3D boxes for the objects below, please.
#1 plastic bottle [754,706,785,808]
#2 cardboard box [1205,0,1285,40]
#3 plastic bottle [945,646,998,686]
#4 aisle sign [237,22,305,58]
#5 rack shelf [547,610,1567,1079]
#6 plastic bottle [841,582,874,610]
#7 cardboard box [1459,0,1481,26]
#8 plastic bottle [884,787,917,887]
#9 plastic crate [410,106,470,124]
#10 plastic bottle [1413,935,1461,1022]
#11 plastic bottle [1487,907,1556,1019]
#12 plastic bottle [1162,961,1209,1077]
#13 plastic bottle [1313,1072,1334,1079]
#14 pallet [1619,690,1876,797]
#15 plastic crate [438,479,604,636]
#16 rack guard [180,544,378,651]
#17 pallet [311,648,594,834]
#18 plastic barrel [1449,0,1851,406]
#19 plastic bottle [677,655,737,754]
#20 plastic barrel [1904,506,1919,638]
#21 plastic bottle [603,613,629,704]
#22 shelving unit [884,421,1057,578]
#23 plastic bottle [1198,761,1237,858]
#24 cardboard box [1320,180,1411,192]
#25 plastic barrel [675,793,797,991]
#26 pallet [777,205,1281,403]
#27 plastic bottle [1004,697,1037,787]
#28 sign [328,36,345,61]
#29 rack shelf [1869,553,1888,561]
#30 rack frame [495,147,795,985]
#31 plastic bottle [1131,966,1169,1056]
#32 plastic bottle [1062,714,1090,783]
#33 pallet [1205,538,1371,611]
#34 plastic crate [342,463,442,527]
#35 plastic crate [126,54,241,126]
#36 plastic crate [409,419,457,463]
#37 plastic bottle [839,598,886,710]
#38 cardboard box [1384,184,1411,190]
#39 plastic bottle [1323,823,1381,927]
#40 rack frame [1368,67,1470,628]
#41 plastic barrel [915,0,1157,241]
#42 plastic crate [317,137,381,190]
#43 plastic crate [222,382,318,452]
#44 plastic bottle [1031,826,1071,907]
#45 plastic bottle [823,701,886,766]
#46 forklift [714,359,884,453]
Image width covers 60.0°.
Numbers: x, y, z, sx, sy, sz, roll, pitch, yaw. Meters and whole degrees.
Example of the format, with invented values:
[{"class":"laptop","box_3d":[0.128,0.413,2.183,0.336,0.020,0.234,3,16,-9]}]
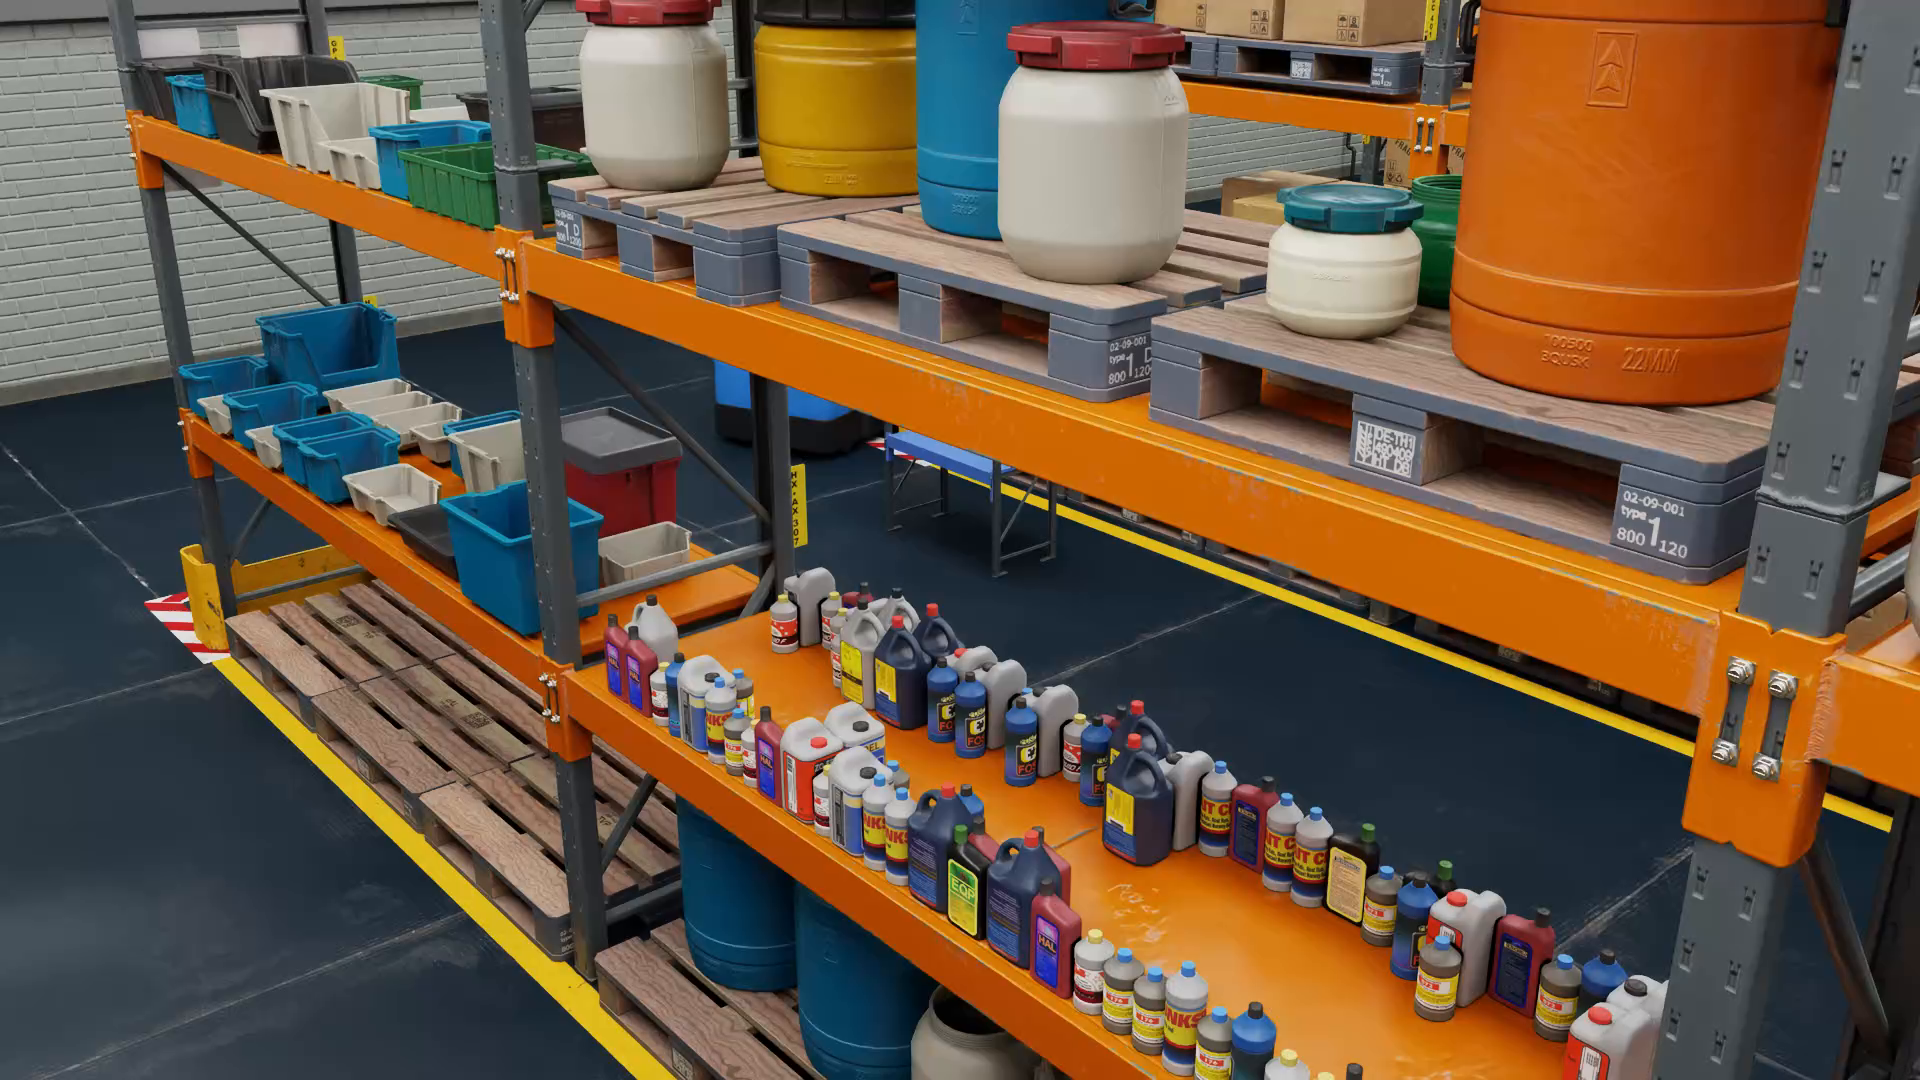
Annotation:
[{"class":"plastic bottle","box_3d":[-0.548,0.636,4.906,0.061,0.283,0.133,-17,27,-37]},{"class":"cardboard box","box_3d":[1.805,-3.082,9.278,0.700,0.500,0.500,-16,26,-35]},{"class":"plastic bottle","box_3d":[0.026,0.464,5.357,0.152,0.276,0.135,-17,27,-37]},{"class":"aisle sign","box_3d":[-3.480,-2.272,8.606,0.394,0.787,0.004,-17,27,-37]},{"class":"rack shelf","box_3d":[0.262,1.021,4.750,1.077,0.370,4.000,-17,27,-37]},{"class":"plastic bottle","box_3d":[-0.356,0.273,5.834,0.061,0.283,0.133,-17,27,-37]},{"class":"cardboard box","box_3d":[4.361,-4.299,13.439,0.500,0.250,0.500,-16,27,-36]},{"class":"plastic bottle","box_3d":[-0.156,0.798,4.511,0.097,0.271,0.097,0,21,0]},{"class":"plastic crate","box_3d":[-2.118,-1.734,7.045,0.437,0.136,0.530,-17,27,-37]},{"class":"plastic bottle","box_3d":[1.145,1.042,3.983,0.097,0.201,0.097,0,21,0]},{"class":"plastic bottle","box_3d":[1.350,0.995,3.991,0.061,0.283,0.133,-17,27,-37]},{"class":"plastic bottle","box_3d":[0.514,1.081,3.787,0.097,0.271,0.097,0,21,0]},{"class":"plastic bottle","box_3d":[0.768,1.221,3.526,0.097,0.201,0.097,0,21,0]},{"class":"pallet","box_3d":[4.070,0.786,8.189,1.003,0.211,1.213,-17,27,-37]},{"class":"plastic crate","box_3d":[-1.607,0.065,6.144,0.392,0.384,0.575,-17,27,-37]},{"class":"rack guard","box_3d":[-3.680,0.189,9.316,1.175,0.500,0.348,-17,27,-37]},{"class":"pallet","box_3d":[-2.354,0.901,7.894,1.003,0.211,1.213,-17,27,-37]},{"class":"plastic barrel","box_3d":[1.199,-0.711,2.908,0.600,0.830,0.708,-17,27,-37]},{"class":"plastic bottle","box_3d":[-0.791,0.511,5.236,0.152,0.276,0.135,-17,27,-37]},{"class":"plastic barrel","box_3d":[1.538,-0.051,2.235,0.421,0.512,0.421,0,21,0]},{"class":"plastic bottle","box_3d":[-1.127,0.391,5.533,0.061,0.283,0.133,-17,27,-37]},{"class":"shelving unit","box_3d":[0.056,-0.675,10.150,0.538,1.500,1.048,-17,27,-37]},{"class":"plastic bottle","box_3d":[0.721,0.745,4.646,0.097,0.271,0.097,0,21,0]},{"class":"cardboard box","box_3d":[2.274,-1.794,9.722,0.500,0.500,0.500,-17,27,-37]},{"class":"plastic barrel","box_3d":[-0.701,1.070,5.942,0.600,0.901,0.708,-17,27,-37]},{"class":"pallet","box_3d":[0.285,-0.669,4.225,1.003,0.211,1.213,-17,27,-37]},{"class":"plastic bottle","box_3d":[0.183,0.602,5.011,0.097,0.271,0.097,0,21,0]},{"class":"sign","box_3d":[-3.248,-2.455,8.669,0.100,0.325,0.005,-17,27,-37]},{"class":"rack shelf","box_3d":[4.014,-0.158,7.760,1.077,0.370,4.000,-17,27,-37]},{"class":"rack frame","box_3d":[-1.044,0.134,6.030,1.000,3.000,0.127,-17,27,-37]},{"class":"plastic bottle","box_3d":[0.450,1.087,3.869,0.097,0.201,0.097,0,21,0]},{"class":"plastic bottle","box_3d":[0.362,0.625,5.047,0.097,0.201,0.097,0,21,0]},{"class":"pallet","box_3d":[2.272,0.024,10.132,1.003,0.211,1.213,-17,27,-37]},{"class":"plastic crate","box_3d":[-2.408,-0.181,7.112,0.293,0.136,0.466,-17,27,-37]},{"class":"plastic crate","box_3d":[-3.614,-2.135,7.887,0.497,0.269,0.590,-17,27,-37]},{"class":"plastic crate","box_3d":[-2.399,-0.462,7.831,0.298,0.136,0.250,-17,27,-37]},{"class":"plastic bottle","box_3d":[-0.305,0.367,5.501,0.144,0.351,0.185,-17,27,-37]},{"class":"cardboard box","box_3d":[3.884,-3.019,14.423,0.380,0.149,0.250,-18,28,-38]},{"class":"plastic bottle","box_3d":[1.024,0.857,4.342,0.061,0.283,0.133,-17,27,-37]},{"class":"rack frame","box_3d":[2.709,-1.045,9.040,1.000,3.000,0.127,-17,27,-37]},{"class":"plastic barrel","box_3d":[0.186,-1.257,4.204,0.600,0.901,0.708,-17,27,-37]},{"class":"plastic crate","box_3d":[-2.162,-1.401,6.197,0.293,0.136,0.466,-17,27,-37]},{"class":"plastic crate","box_3d":[-3.313,-0.593,8.032,0.416,0.233,0.300,-17,27,-37]},{"class":"plastic bottle","box_3d":[0.223,0.882,4.280,0.061,0.283,0.133,-17,27,-37]},{"class":"plastic bottle","box_3d":[-0.310,0.630,4.933,0.152,0.276,0.135,-17,27,-37]},{"class":"forklift","box_3d":[-0.663,-2.478,12.791,1.130,2.935,3.031,11,24,26]}]
